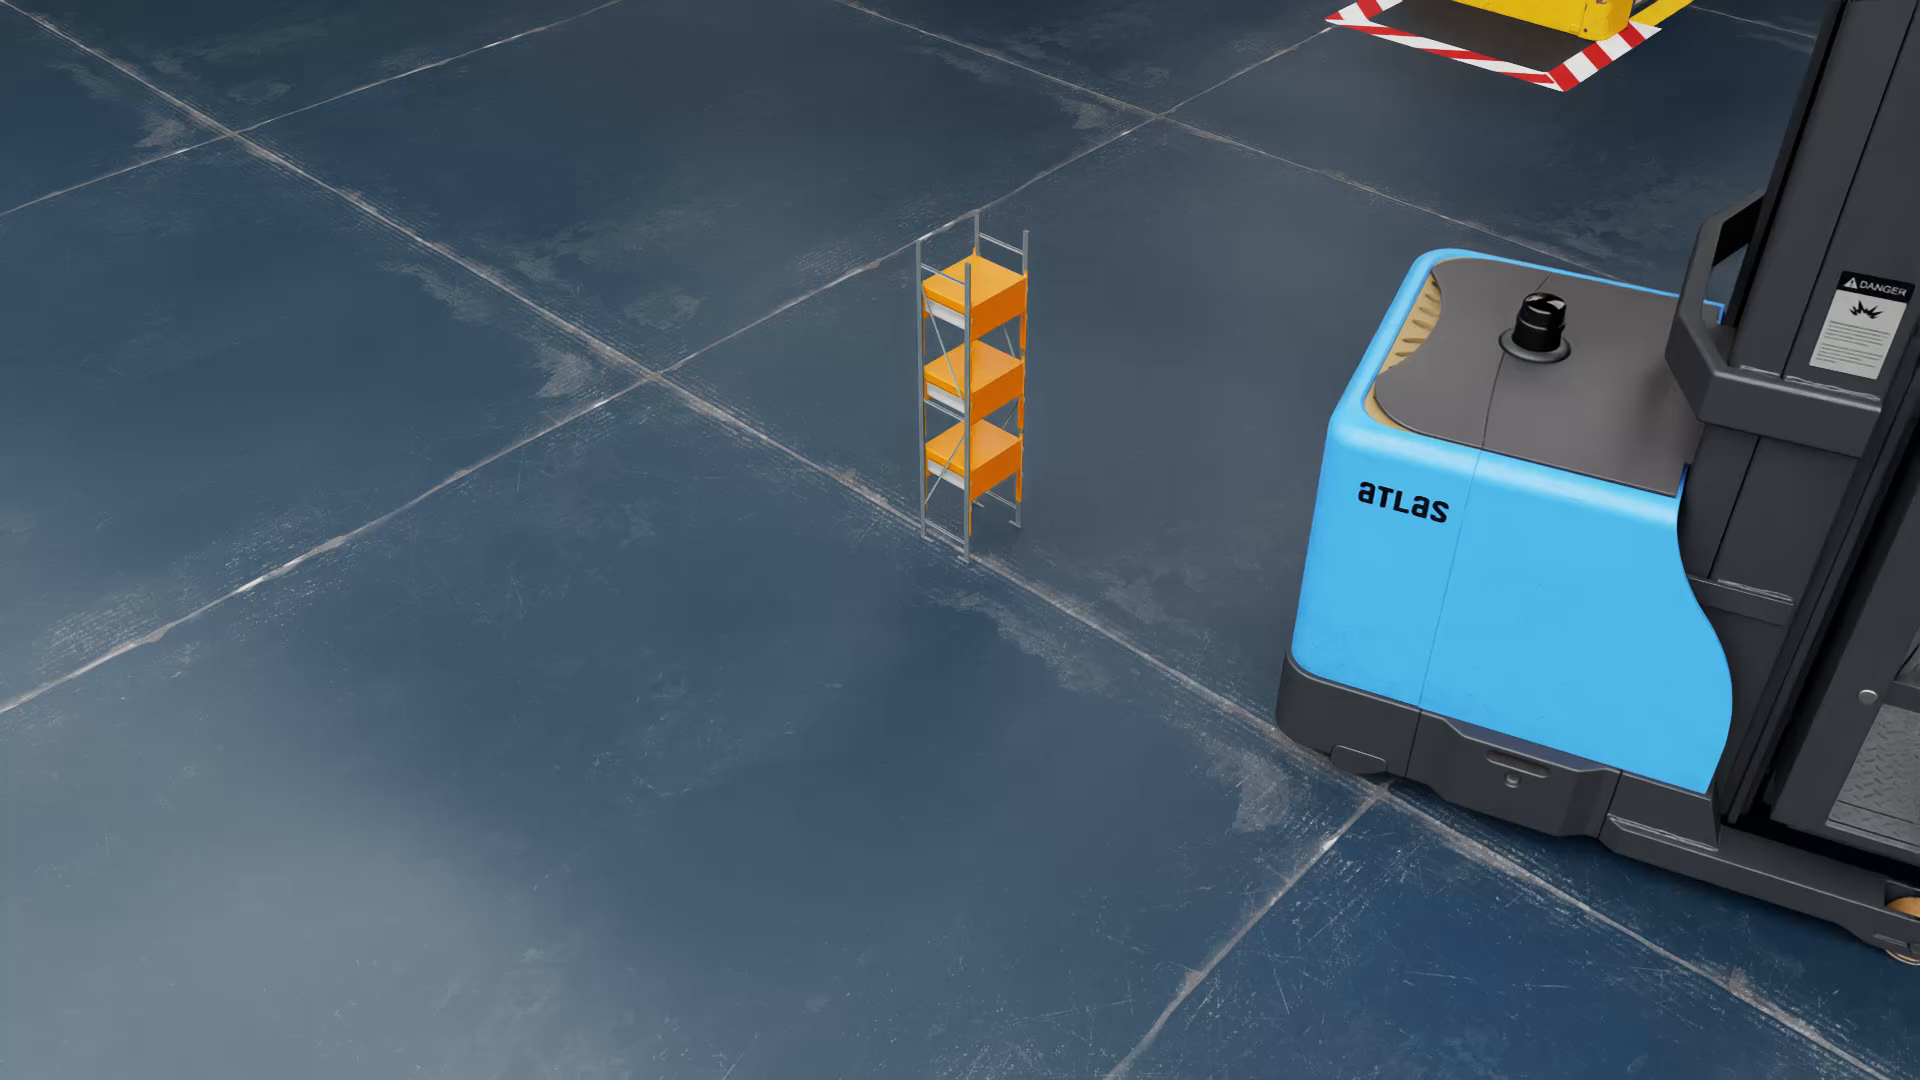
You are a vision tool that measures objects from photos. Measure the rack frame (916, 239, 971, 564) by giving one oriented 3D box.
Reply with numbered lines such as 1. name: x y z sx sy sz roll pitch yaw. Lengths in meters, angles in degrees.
1. rack frame: -0.046 -0.379 4.884 0.200 1.050 0.008 30 47 32

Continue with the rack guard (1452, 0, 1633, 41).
1. rack guard: 2.929 -3.034 8.664 1.175 0.500 0.348 30 47 32

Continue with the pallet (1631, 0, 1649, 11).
1. pallet: 3.481 -3.292 9.220 1.003 0.211 1.213 30 47 32

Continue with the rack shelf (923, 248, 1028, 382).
1. rack shelf: 0.036 -0.649 4.784 0.215 0.259 0.240 30 47 32

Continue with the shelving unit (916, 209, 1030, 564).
1. shelving unit: 0.036 -0.435 4.954 0.215 1.050 0.252 30 47 32

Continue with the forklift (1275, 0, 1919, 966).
1. forklift: 2.415 -0.459 3.473 3.031 2.935 1.130 17 41 20

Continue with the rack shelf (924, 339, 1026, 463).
1. rack shelf: 0.036 -0.427 4.961 0.215 0.259 0.240 30 47 32

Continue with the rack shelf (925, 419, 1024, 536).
1. rack shelf: 0.036 -0.210 5.134 0.215 0.259 0.240 30 47 32

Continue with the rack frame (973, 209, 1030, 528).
1. rack frame: 0.118 -0.492 5.025 0.200 1.050 0.008 30 47 32
